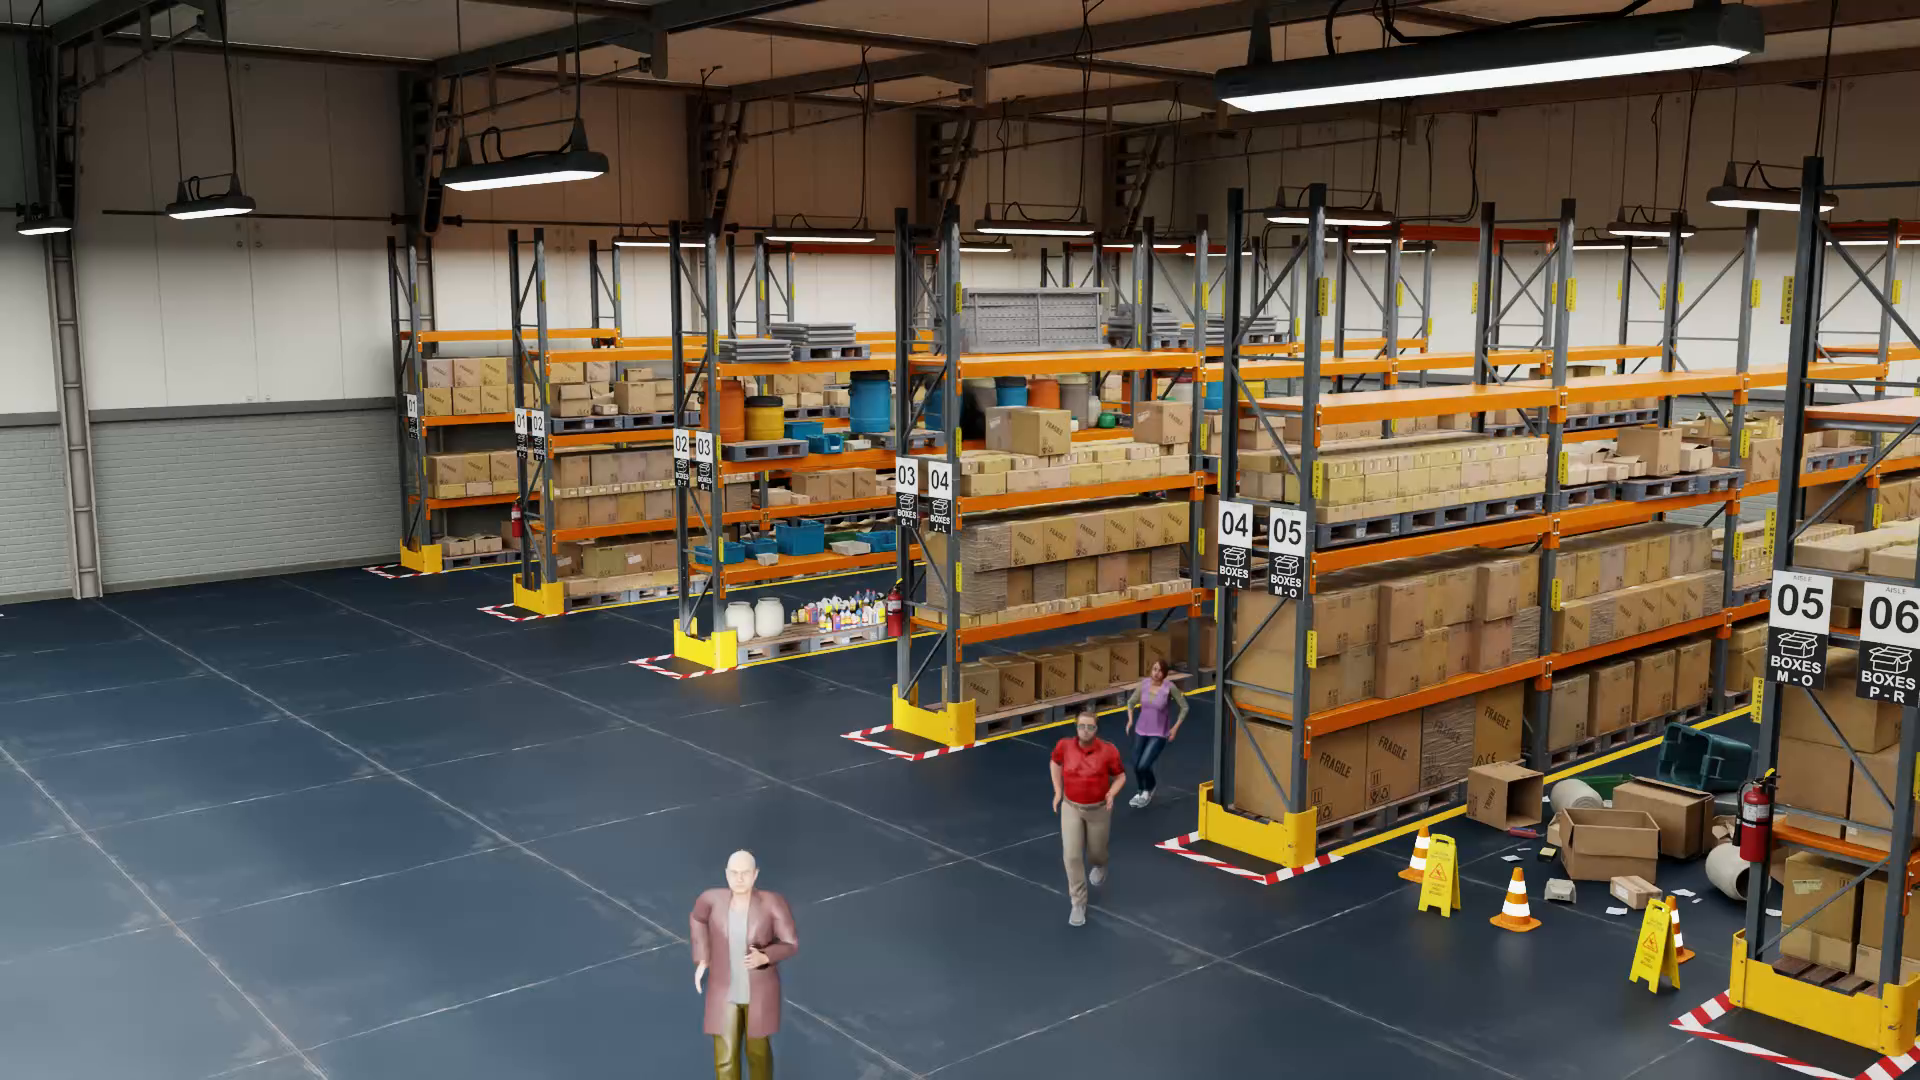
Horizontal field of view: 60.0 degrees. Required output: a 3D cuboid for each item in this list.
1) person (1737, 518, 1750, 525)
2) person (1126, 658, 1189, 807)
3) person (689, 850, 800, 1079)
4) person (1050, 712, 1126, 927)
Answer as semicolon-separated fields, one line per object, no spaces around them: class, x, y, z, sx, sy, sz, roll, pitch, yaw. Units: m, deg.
person;11.811;0.509;25.036;0.741;1.711;0.617;-6;11;-34
person;1.889;1.912;16.314;0.602;1.548;0.542;6;11;34
person;-1.309;2.756;10.054;0.694;1.822;0.877;0;9;-1
person;1.053;2.235;13.798;0.643;1.715;0.892;1;9;10
